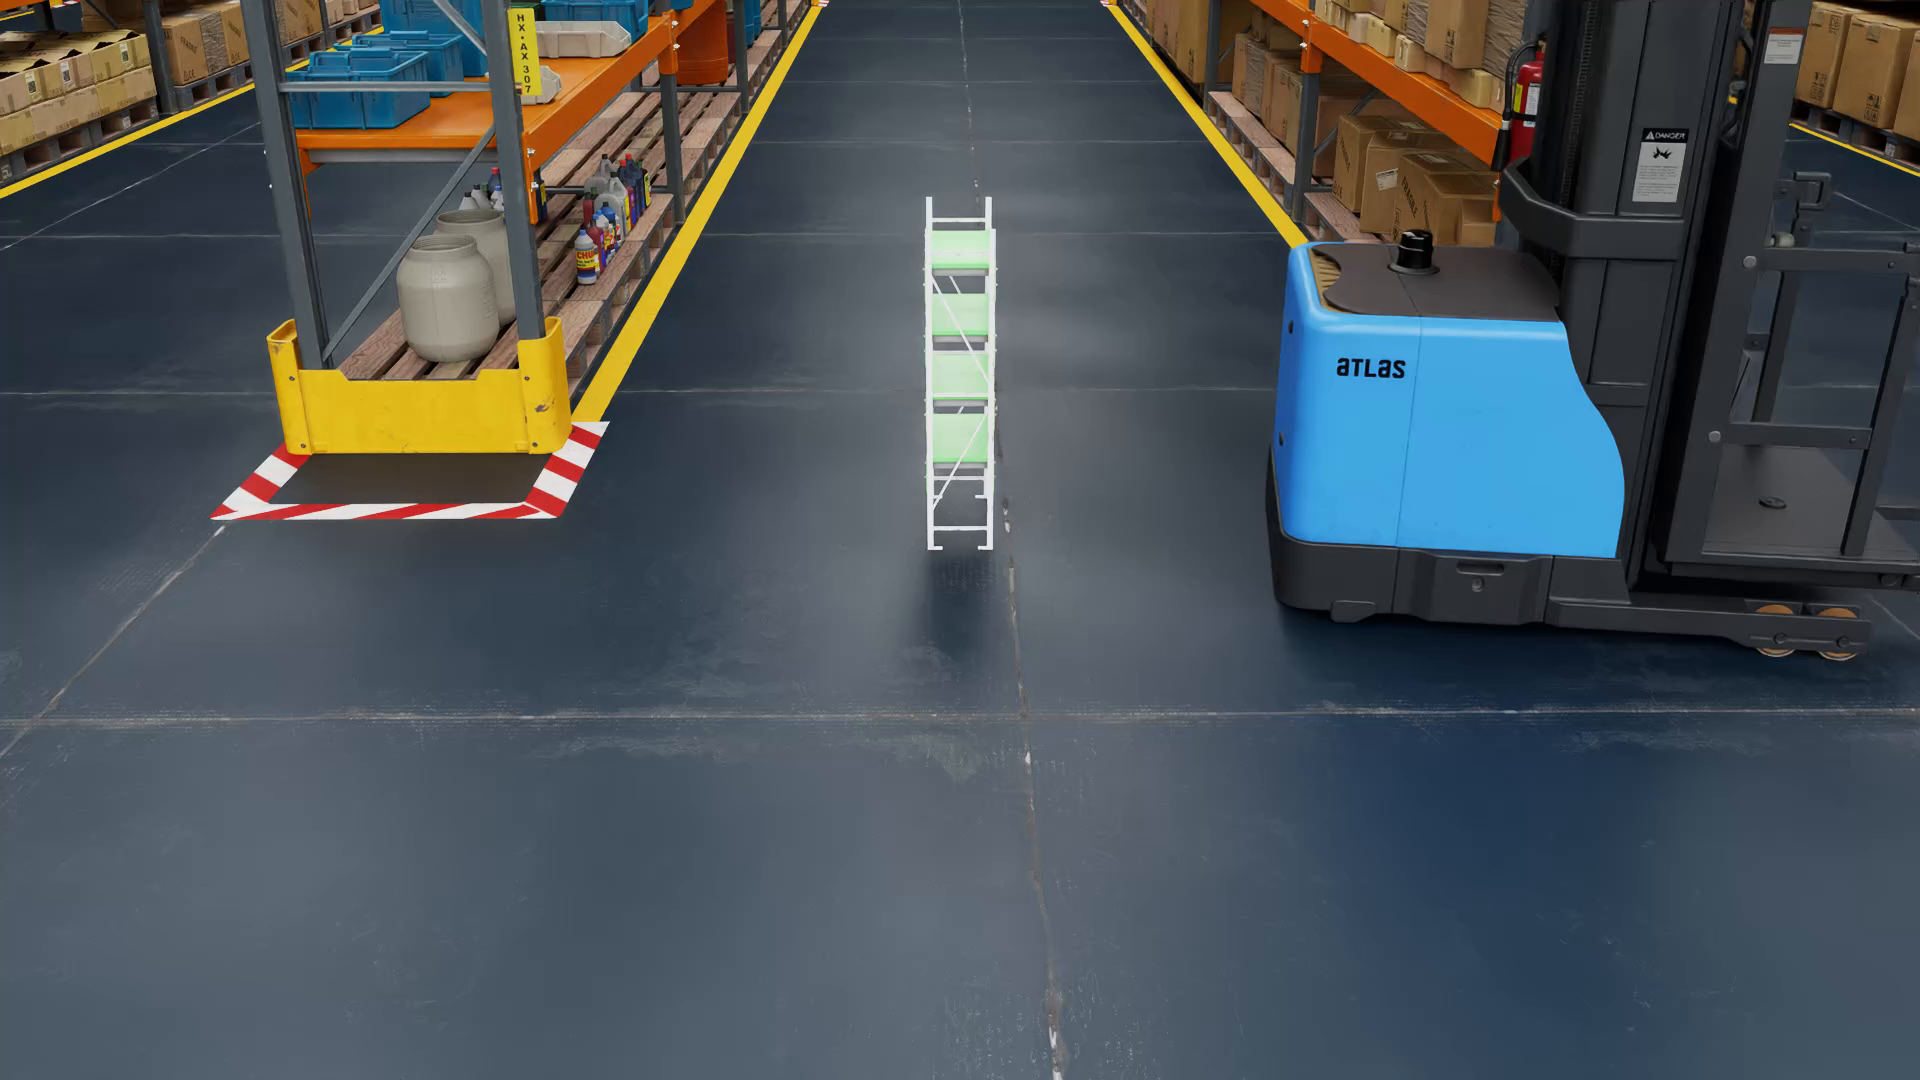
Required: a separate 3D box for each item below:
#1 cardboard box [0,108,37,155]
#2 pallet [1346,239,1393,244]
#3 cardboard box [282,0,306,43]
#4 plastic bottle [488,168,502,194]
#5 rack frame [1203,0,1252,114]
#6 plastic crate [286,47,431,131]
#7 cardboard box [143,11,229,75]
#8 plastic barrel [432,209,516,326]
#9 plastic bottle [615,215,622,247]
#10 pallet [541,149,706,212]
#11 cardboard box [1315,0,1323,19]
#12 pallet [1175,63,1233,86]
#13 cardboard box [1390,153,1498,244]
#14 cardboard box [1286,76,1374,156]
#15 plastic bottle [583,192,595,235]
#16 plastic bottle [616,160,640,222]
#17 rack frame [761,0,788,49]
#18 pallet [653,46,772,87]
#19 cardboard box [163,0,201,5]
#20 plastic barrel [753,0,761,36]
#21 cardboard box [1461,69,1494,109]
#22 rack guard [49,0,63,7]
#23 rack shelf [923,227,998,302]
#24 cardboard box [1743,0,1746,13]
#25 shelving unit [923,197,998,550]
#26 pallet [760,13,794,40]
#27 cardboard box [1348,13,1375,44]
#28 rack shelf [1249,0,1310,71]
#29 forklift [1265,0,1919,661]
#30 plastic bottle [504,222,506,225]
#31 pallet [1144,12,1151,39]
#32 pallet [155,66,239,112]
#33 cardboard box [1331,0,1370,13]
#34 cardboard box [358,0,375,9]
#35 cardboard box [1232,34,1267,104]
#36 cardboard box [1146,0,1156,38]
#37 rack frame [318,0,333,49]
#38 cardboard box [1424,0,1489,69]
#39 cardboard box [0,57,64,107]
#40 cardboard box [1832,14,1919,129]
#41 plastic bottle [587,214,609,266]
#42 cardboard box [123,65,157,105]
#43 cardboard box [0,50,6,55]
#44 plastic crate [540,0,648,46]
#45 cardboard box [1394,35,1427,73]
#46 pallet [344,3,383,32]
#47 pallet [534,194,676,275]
[{"bbox_3d":[-7.009,-2.928,11.912,0.500,0.250,0.500,-1,24,-2],"label":"cardboard box"},{"bbox_3d":[2.725,-1.390,9.068,1.003,0.211,1.213,0,24,-1],"label":"pallet"},{"bbox_3d":[-7.038,-5.351,16.940,0.500,0.500,0.500,0,24,0],"label":"cardboard box"},{"bbox_3d":[-2.691,-2.001,9.714,0.144,0.351,0.185,-1,24,-3],"label":"plastic bottle"},{"bbox_3d":[2.623,-5.090,13.864,1.000,3.000,0.127,0,24,-1],"label":"rack frame"},{"bbox_3d":[-2.548,-1.908,7.009,0.499,0.251,0.616,0,24,-1],"label":"plastic crate"},{"bbox_3d":[-7.014,-4.513,15.088,0.500,0.500,0.500,-1,24,-2],"label":"cardboard box"},{"bbox_3d":[-2.332,-1.306,8.007,0.421,0.512,0.421,0,24,0],"label":"plastic barrel"},{"bbox_3d":[-1.959,-1.753,9.348,0.097,0.201,0.097,0,24,0],"label":"plastic bottle"},{"bbox_3d":[-2.334,-2.472,11.460,1.003,0.211,1.213,0,24,-1],"label":"pallet"},{"bbox_3d":[2.368,-3.237,10.072,0.380,0.149,0.250,0,24,-1],"label":"cardboard box"},{"bbox_3d":[2.679,-4.646,16.266,1.003,0.211,1.213,0,24,-1],"label":"pallet"},{"bbox_3d":[2.730,-1.837,9.197,0.500,0.500,0.500,-2,24,-5],"label":"cardboard box"},{"bbox_3d":[2.695,-2.953,11.638,0.700,0.500,0.500,0,24,-1],"label":"cardboard box"},{"bbox_3d":[-2.094,-1.838,9.437,0.061,0.283,0.133,0,24,-1],"label":"plastic bottle"},{"bbox_3d":[-1.989,-2.070,9.867,0.144,0.351,0.185,-1,24,-3],"label":"plastic bottle"},{"bbox_3d":[-2.374,-6.716,17.459,1.000,3.000,0.127,0,24,-1],"label":"rack frame"},{"bbox_3d":[-2.391,-4.623,16.216,1.003,0.211,1.213,0,24,-1],"label":"pallet"},{"bbox_3d":[-7.545,-4.922,15.992,0.500,0.500,0.500,-1,24,-3],"label":"cardboard box"},{"bbox_3d":[-2.385,-5.727,17.309,0.600,0.901,0.708,0,24,-1],"label":"plastic barrel"},{"bbox_3d":[2.444,-2.001,7.339,0.380,0.149,0.250,0,24,-1],"label":"cardboard box"},{"bbox_3d":[-12.324,-7.190,21.542,1.175,0.500,0.348,0,24,-1],"label":"rack guard"},{"bbox_3d":[-0.002,-0.994,5.982,0.258,0.148,0.480,0,24,-1],"label":"rack shelf"},{"bbox_3d":[7.297,-4.953,15.176,0.500,0.250,0.500,0,24,0],"label":"cardboard box"},{"bbox_3d":[-0.002,-0.615,6.154,0.258,1.200,0.503,0,24,-1],"label":"shelving unit"},{"bbox_3d":[-2.421,-5.748,18.703,1.003,0.211,1.213,0,24,-1],"label":"pallet"},{"bbox_3d":[2.362,-2.825,9.161,0.380,0.149,0.250,0,24,-1],"label":"cardboard box"},{"bbox_3d":[2.644,-3.938,12.190,1.077,0.370,4.000,0,24,-1],"label":"rack shelf"},{"bbox_3d":[2.628,-1.178,5.298,3.031,2.935,1.130,3,25,7],"label":"forklift"},{"bbox_3d":[-2.564,-1.699,9.229,0.097,0.201,0.097,0,24,0],"label":"plastic bottle"},{"bbox_3d":[2.649,-5.781,18.776,1.003,0.211,1.213,0,24,-1],"label":"pallet"},{"bbox_3d":[-7.254,-4.084,15.024,1.003,0.211,1.213,0,24,-1],"label":"pallet"},{"bbox_3d":[2.580,-3.231,9.271,0.875,0.500,0.500,0,24,-1],"label":"cardboard box"},{"bbox_3d":[-7.352,-6.532,19.548,0.797,0.503,0.637,0,24,-1],"label":"cardboard box"},{"bbox_3d":[2.650,-3.875,13.678,0.700,0.500,0.500,-2,24,-3],"label":"cardboard box"},{"bbox_3d":[2.606,-5.698,17.277,1.225,0.875,0.875,0,24,0],"label":"cardboard box"},{"bbox_3d":[-7.327,-6.695,17.413,1.000,3.000,0.127,0,24,-1],"label":"rack frame"},{"bbox_3d":[2.606,-2.407,7.449,0.875,0.500,0.500,0,24,-1],"label":"cardboard box"},{"bbox_3d":[-7.013,-3.397,12.269,0.500,0.311,0.500,0,24,1],"label":"cardboard box"},{"bbox_3d":[7.513,-3.625,12.846,1.050,0.750,0.750,0,24,0],"label":"cardboard box"},{"bbox_3d":[-1.955,-1.618,8.965,0.097,0.271,0.097,0,24,0],"label":"plastic bottle"},{"bbox_3d":[-7.034,-3.770,13.772,0.500,0.250,0.500,0,24,1],"label":"cardboard box"},{"bbox_3d":[-7.554,-3.597,12.710,0.500,0.311,0.500,-1,24,-2],"label":"cardboard box"},{"bbox_3d":[-2.003,-2.897,9.195,0.499,0.251,0.616,0,24,-1],"label":"plastic crate"},{"bbox_3d":[2.379,-2.413,8.250,0.380,0.149,0.250,0,24,-1],"label":"cardboard box"},{"bbox_3d":[-7.350,-6.211,19.728,1.003,0.211,1.213,0,24,-1],"label":"pallet"},{"bbox_3d":[-2.321,-1.872,10.132,1.003,0.211,1.213,0,24,-1],"label":"pallet"}]
